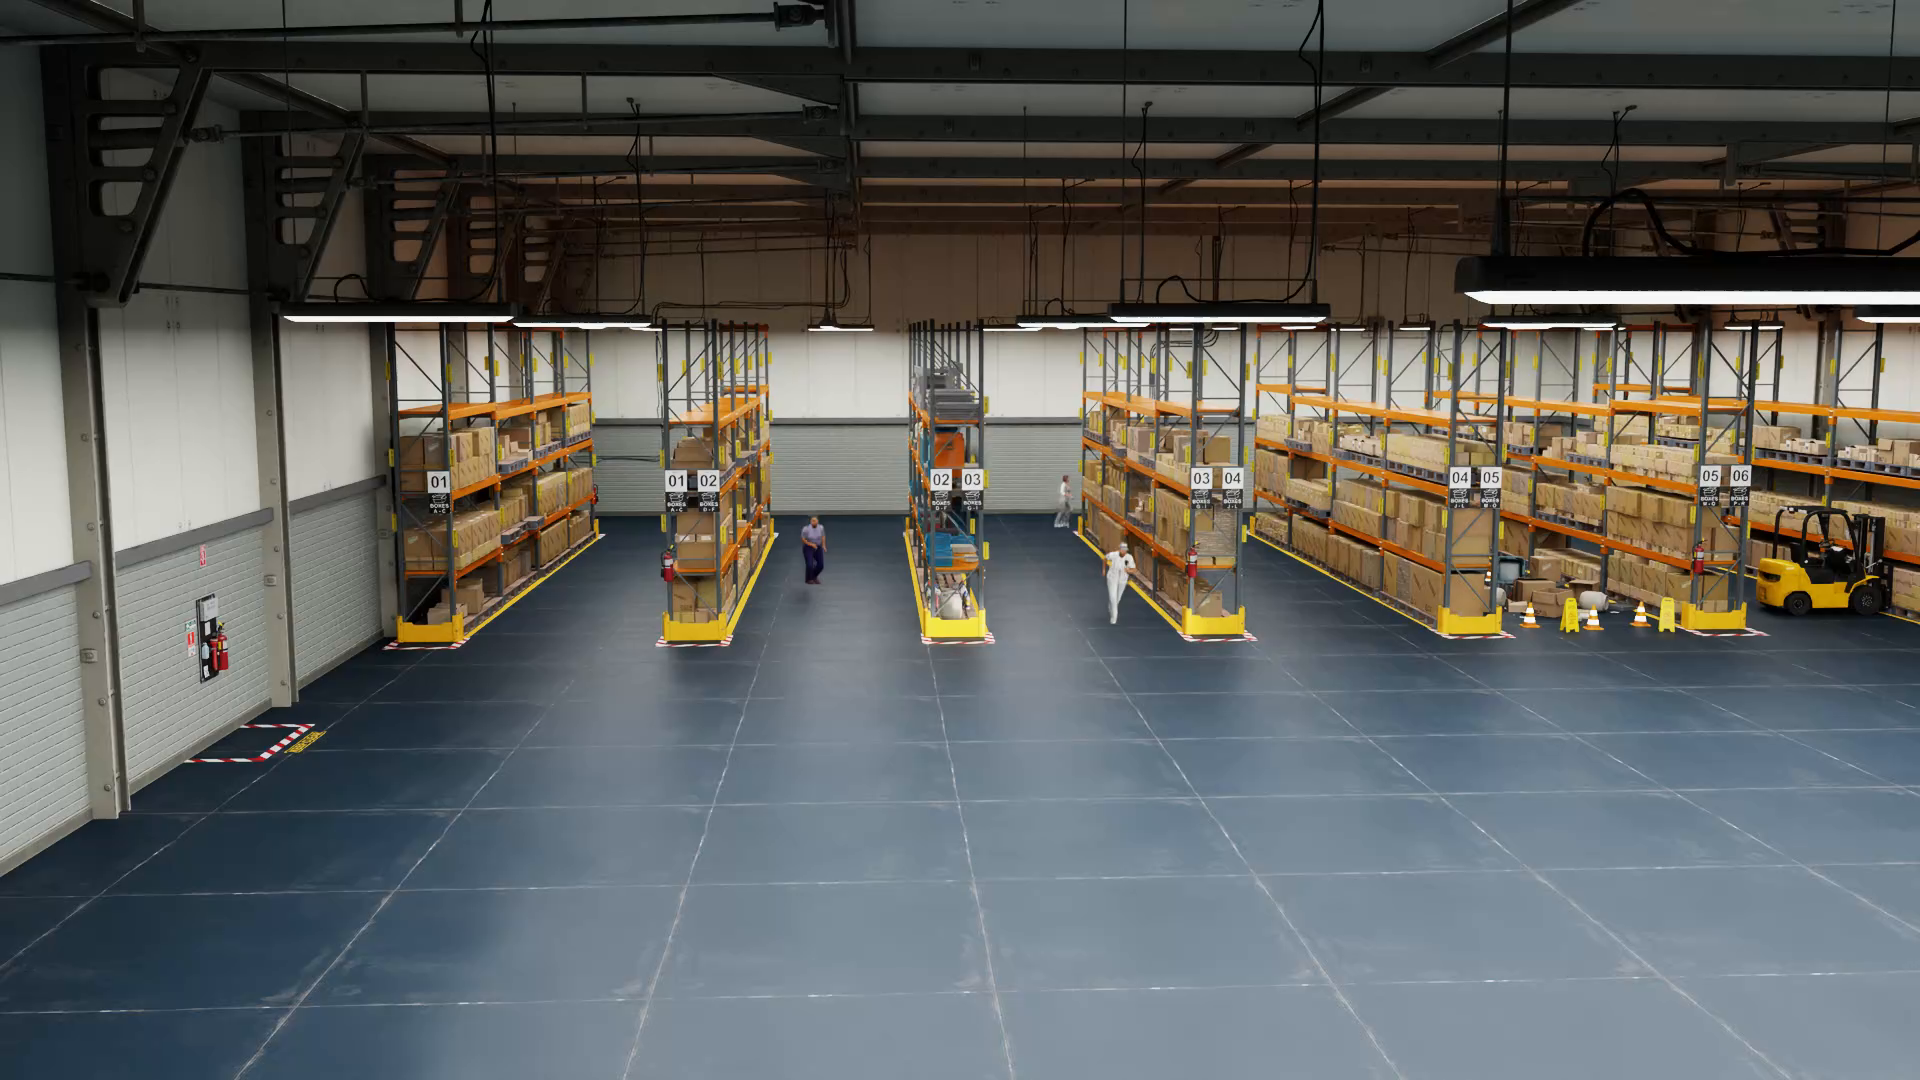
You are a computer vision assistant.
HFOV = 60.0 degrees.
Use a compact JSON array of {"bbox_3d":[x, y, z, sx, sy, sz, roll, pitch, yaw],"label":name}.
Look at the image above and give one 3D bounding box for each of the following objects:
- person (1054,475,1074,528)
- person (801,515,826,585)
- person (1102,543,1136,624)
[{"bbox_3d":[3.126,-1.150,49.252,0.630,1.576,0.493,4,8,30],"label":"person"},{"bbox_3d":[-3.184,0.228,36.142,0.593,1.577,0.695,-3,8,-26],"label":"person"},{"bbox_3d":[3.110,0.798,32.571,0.607,1.555,1.001,-1,7,-5],"label":"person"}]
